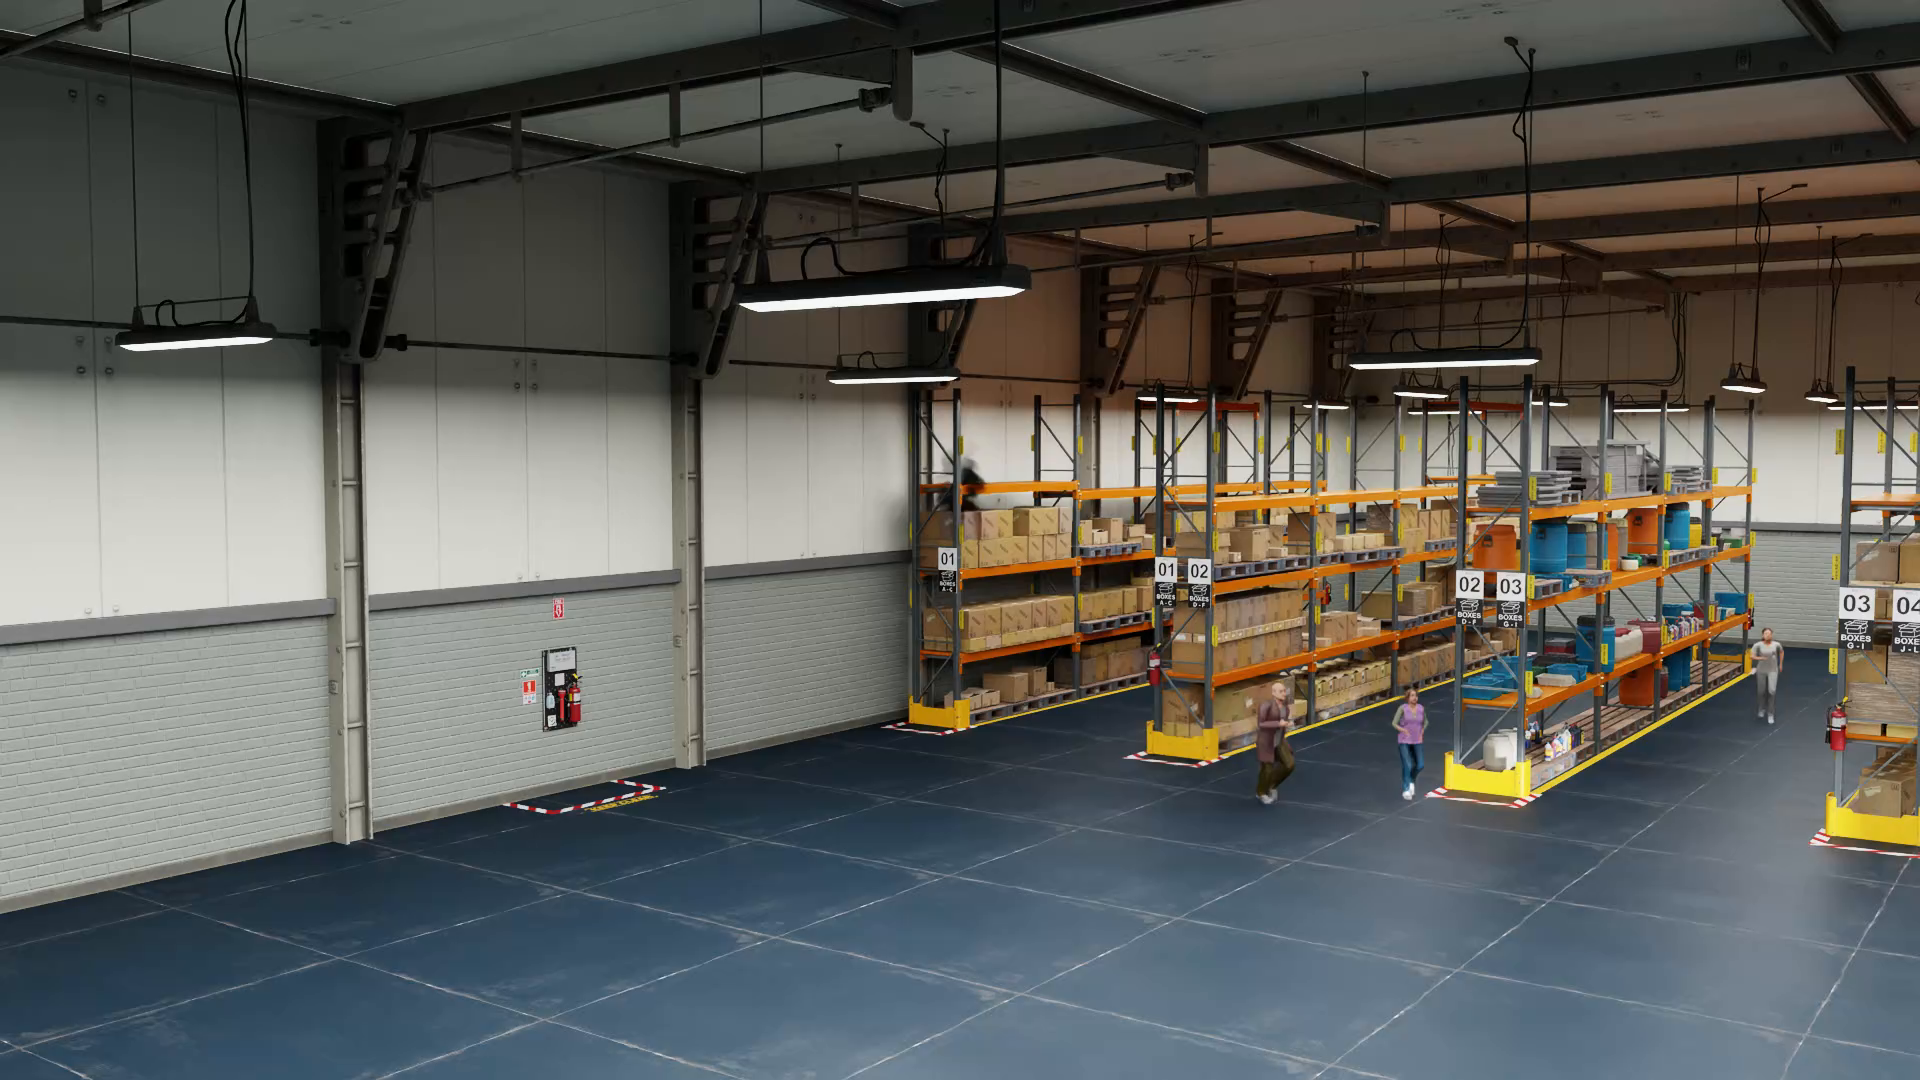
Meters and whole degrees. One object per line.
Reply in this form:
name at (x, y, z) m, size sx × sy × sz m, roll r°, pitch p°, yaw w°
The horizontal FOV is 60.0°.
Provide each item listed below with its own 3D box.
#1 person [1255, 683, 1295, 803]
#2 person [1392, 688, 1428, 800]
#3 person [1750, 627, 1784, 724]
person at (4.352, 2.859, 23.008) m, size 0.671 × 1.634 × 0.850 m, roll -2°, pitch 4°, yaw -25°
person at (6.396, 2.891, 23.532) m, size 0.545 × 1.580 × 0.521 m, roll 0°, pitch 3°, yaw -3°
person at (14.629, 2.444, 30.167) m, size 0.554 × 1.738 × 0.797 m, roll 1°, pitch 4°, yaw 25°
